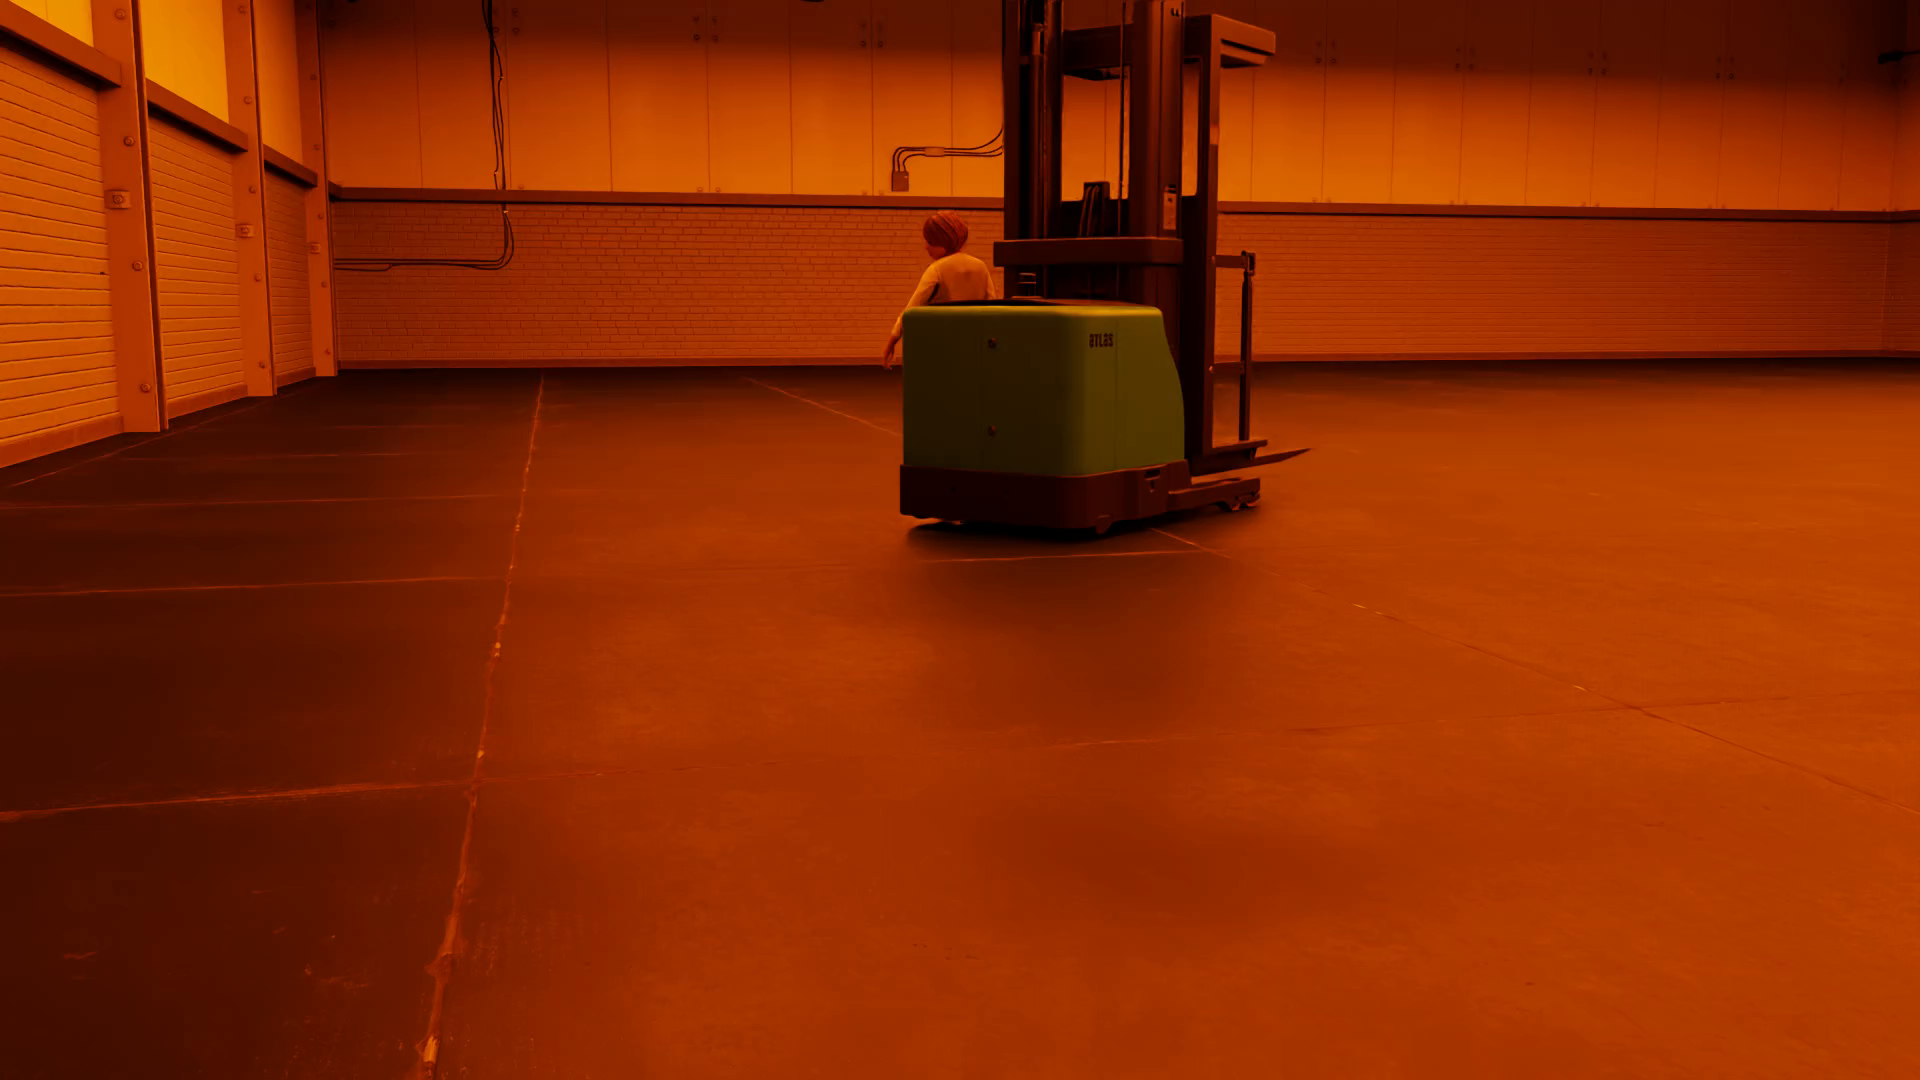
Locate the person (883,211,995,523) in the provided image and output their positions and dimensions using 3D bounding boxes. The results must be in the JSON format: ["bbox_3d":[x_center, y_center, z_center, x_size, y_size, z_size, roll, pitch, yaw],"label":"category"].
[{"bbox_3d":[-0.027,-0.876,8.464,0.721,1.556,0.589,8,11,44],"label":"person"}]

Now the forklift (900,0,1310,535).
[{"bbox_3d":[0.966,-1.637,8.831,1.130,2.935,3.031,6,10,35],"label":"forklift"}]
